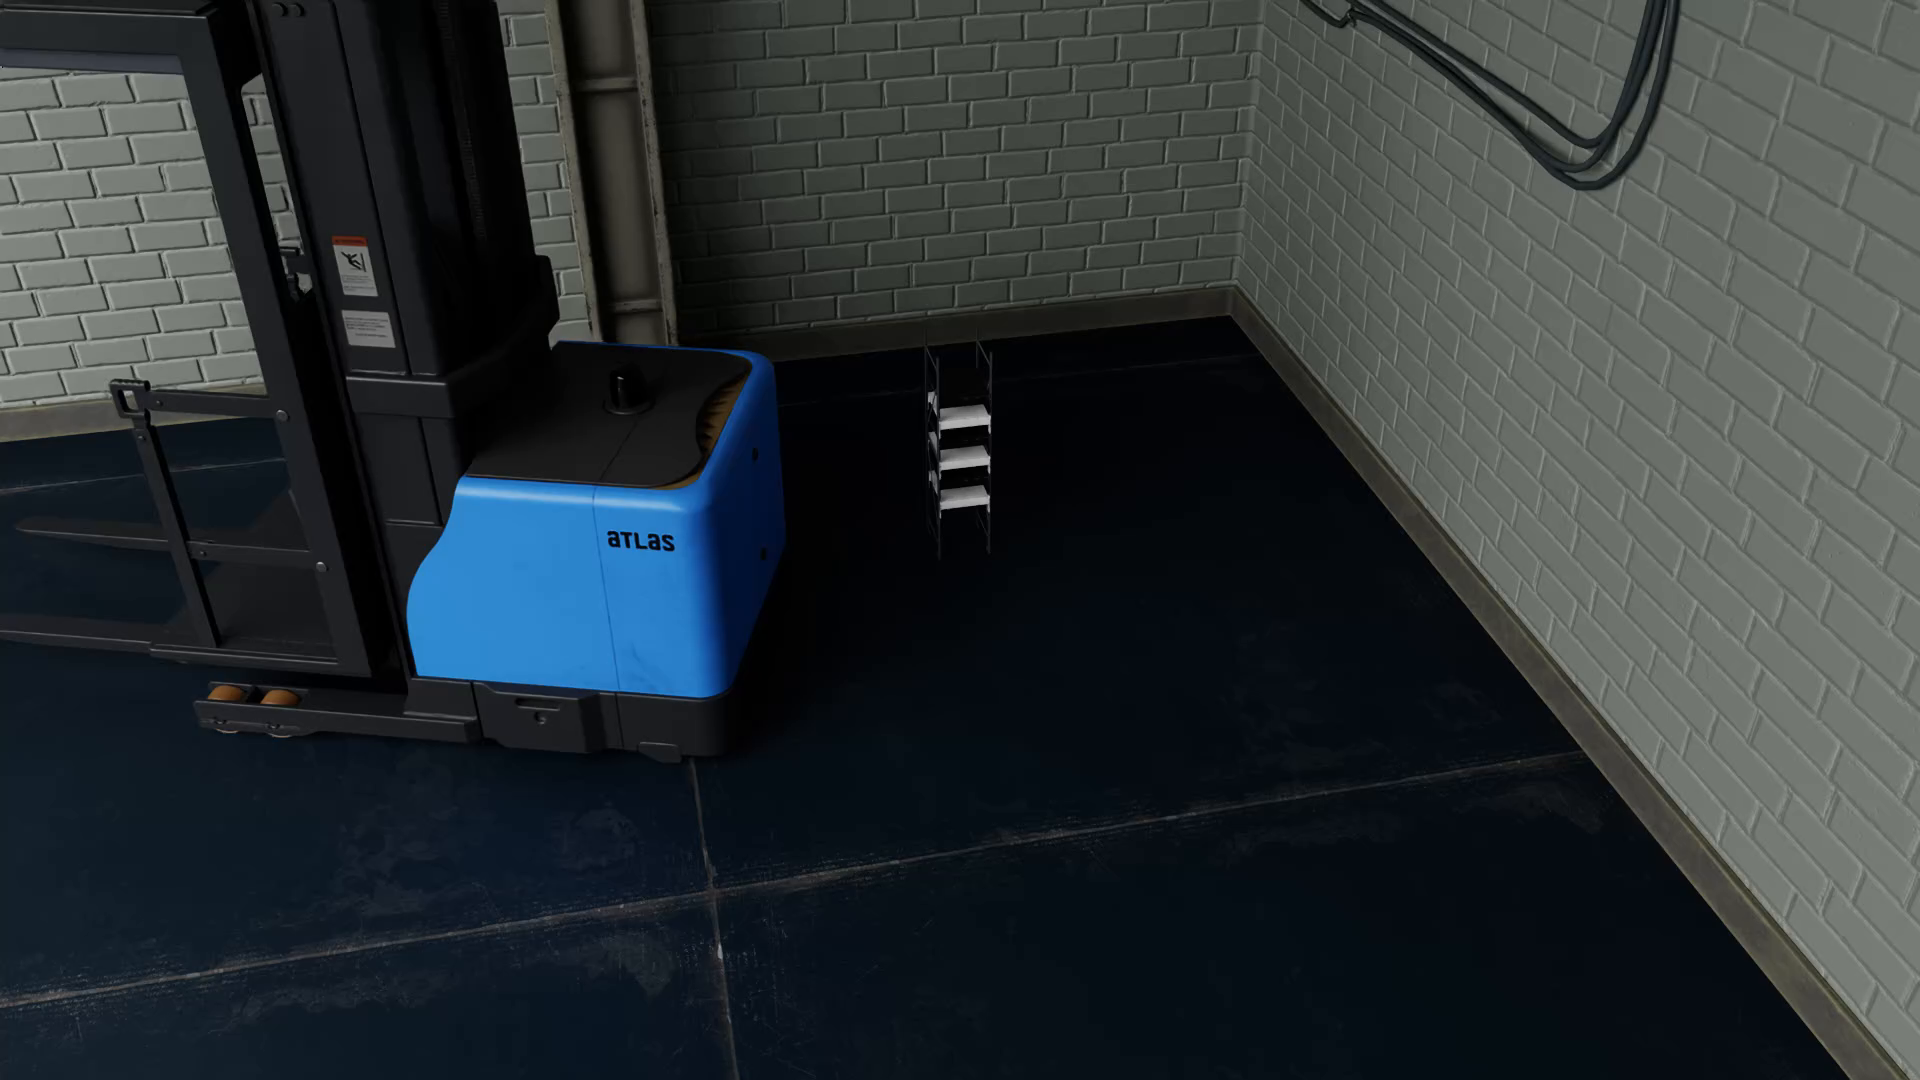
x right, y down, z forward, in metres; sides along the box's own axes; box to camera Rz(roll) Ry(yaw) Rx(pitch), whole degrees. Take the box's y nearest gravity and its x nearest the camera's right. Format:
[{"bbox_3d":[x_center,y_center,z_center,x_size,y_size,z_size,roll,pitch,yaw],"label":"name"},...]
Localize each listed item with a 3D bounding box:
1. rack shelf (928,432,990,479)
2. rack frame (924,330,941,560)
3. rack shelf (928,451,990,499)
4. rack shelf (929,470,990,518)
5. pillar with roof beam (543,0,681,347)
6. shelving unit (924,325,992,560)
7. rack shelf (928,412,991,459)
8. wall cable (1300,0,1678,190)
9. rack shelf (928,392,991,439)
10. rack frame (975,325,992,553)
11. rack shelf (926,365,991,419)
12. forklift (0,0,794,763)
[{"bbox_3d":[-0.008,-0.345,6.516,0.200,0.077,0.258,-7,35,-11],"label":"rack shelf"},{"bbox_3d":[-0.107,-0.360,6.479,0.006,0.900,0.240,-7,35,-11],"label":"rack frame"},{"bbox_3d":[-0.008,-0.270,6.566,0.200,0.077,0.258,-7,35,-11],"label":"rack shelf"},{"bbox_3d":[-0.008,-0.196,6.617,0.200,0.077,0.258,-7,35,-11],"label":"rack shelf"},{"bbox_3d":[-0.550,-2.113,1.823,0.400,9.000,9.100,-7,35,-11],"label":"pillar with roof beam"},{"bbox_3d":[-0.008,-0.373,6.498,0.210,0.900,0.258,-7,35,-11],"label":"shelving unit"},{"bbox_3d":[-0.008,-0.420,6.466,0.200,0.077,0.258,-7,35,-11],"label":"rack shelf"},{"bbox_3d":[1.666,-2.807,5.643,0.112,2.526,3.097,-7,35,-11],"label":"wall cable"},{"bbox_3d":[-0.008,-0.494,6.416,0.200,0.077,0.258,-7,35,-11],"label":"rack shelf"},{"bbox_3d":[0.091,-0.385,6.516,0.006,0.900,0.240,-7,35,-11],"label":"rack frame"},{"bbox_3d":[-0.008,-0.569,6.366,0.200,0.077,0.258,-7,35,-11],"label":"rack shelf"},{"bbox_3d":[-2.187,-0.822,5.345,3.031,2.935,1.130,4,34,6],"label":"forklift"}]
